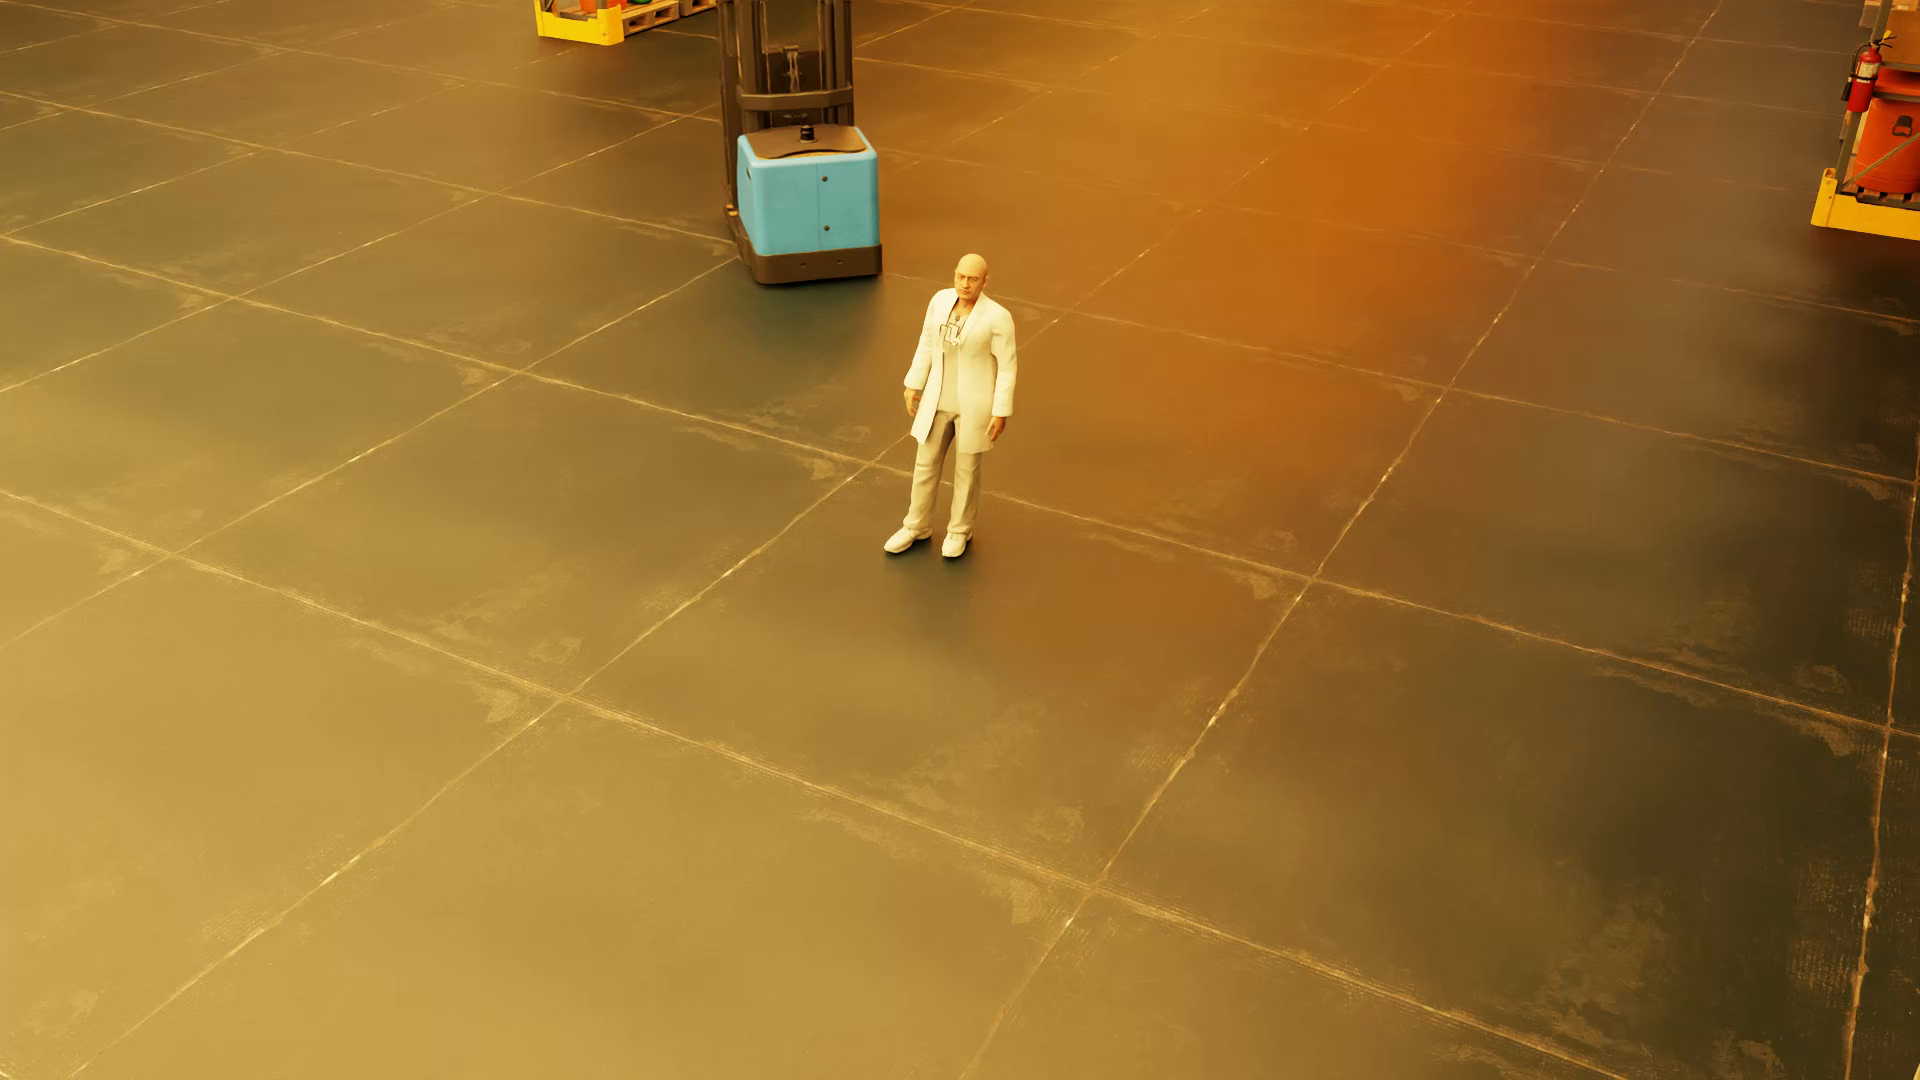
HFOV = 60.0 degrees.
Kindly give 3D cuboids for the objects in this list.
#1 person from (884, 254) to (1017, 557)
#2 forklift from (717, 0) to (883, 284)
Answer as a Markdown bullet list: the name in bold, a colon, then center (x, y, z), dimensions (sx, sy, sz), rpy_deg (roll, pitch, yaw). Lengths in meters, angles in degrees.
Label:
- **person**: center (-0.048, -0.737, 9.487), dimensions (0.698, 1.777, 0.578), rpy_deg (15, 33, 25)
- **forklift**: center (-1.504, -4.062, 14.109), dimensions (1.130, 2.935, 3.031), rpy_deg (-7, 31, -13)
